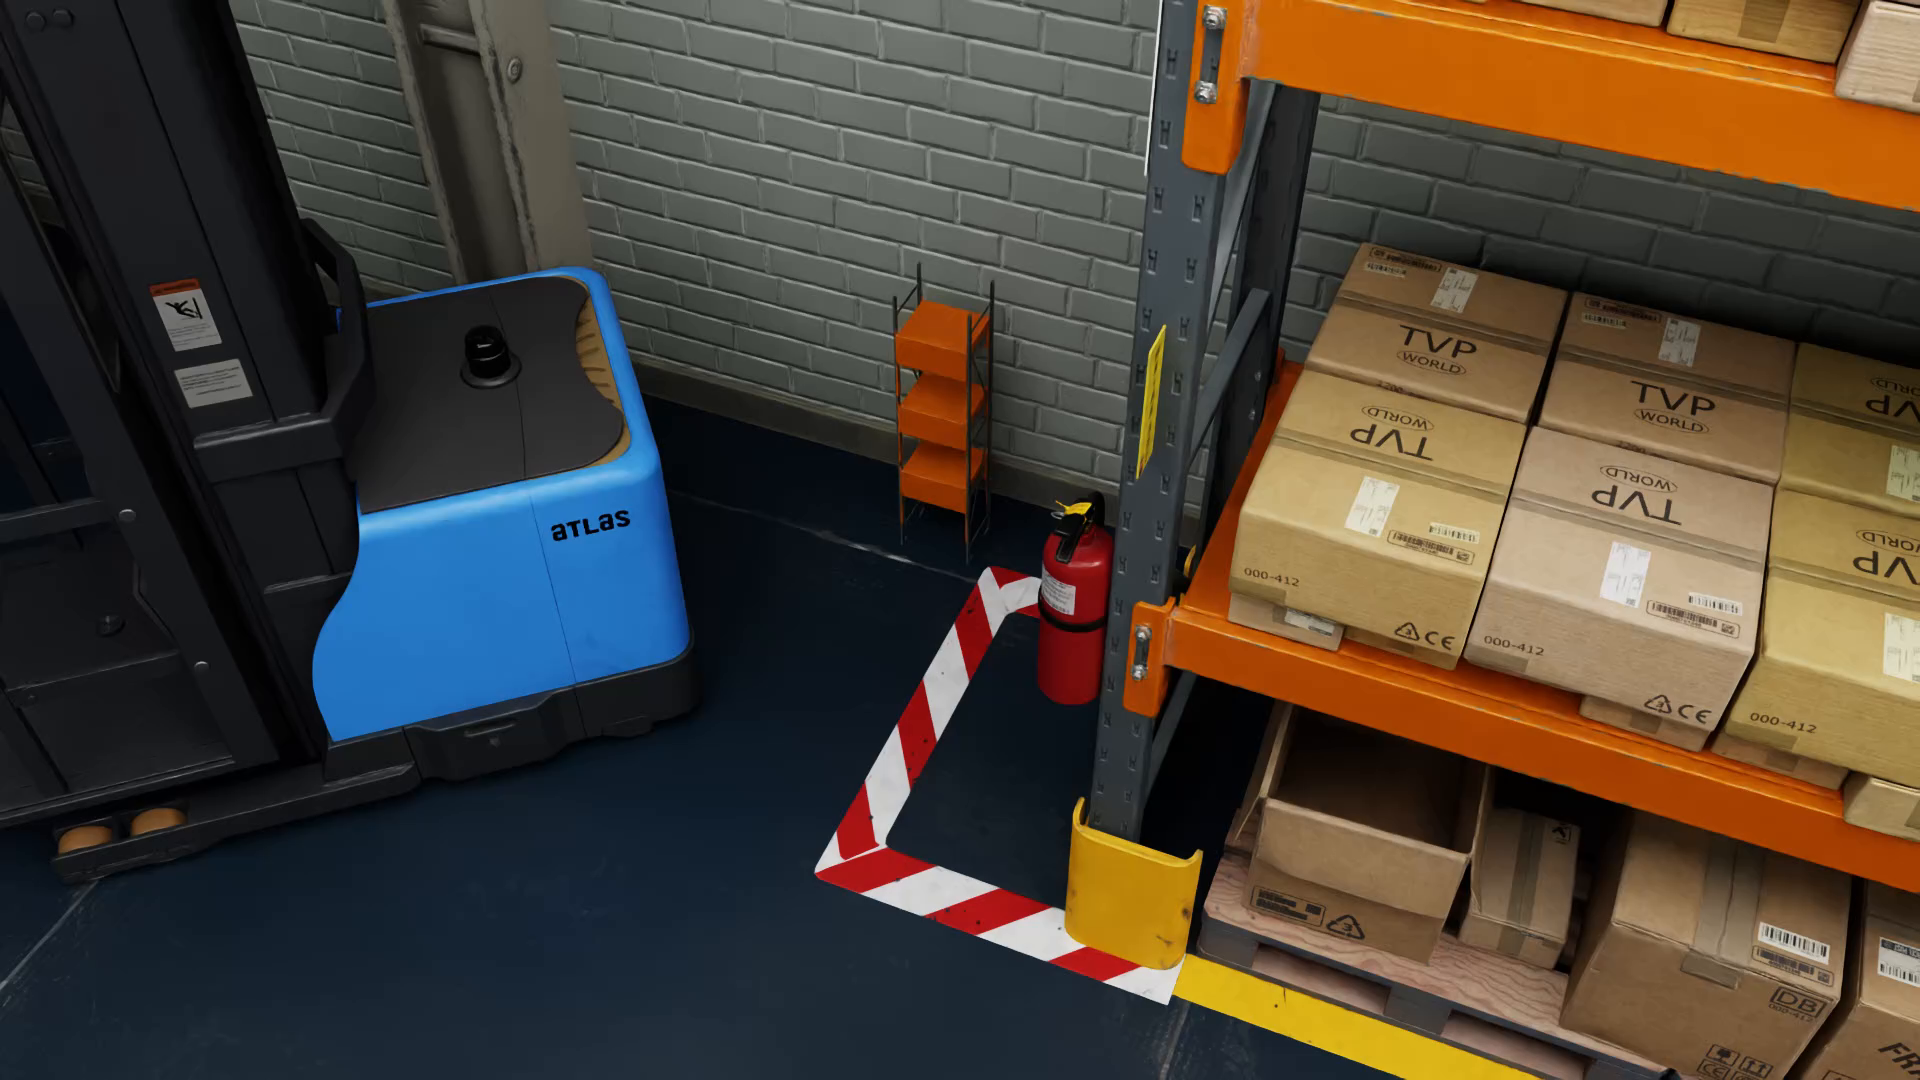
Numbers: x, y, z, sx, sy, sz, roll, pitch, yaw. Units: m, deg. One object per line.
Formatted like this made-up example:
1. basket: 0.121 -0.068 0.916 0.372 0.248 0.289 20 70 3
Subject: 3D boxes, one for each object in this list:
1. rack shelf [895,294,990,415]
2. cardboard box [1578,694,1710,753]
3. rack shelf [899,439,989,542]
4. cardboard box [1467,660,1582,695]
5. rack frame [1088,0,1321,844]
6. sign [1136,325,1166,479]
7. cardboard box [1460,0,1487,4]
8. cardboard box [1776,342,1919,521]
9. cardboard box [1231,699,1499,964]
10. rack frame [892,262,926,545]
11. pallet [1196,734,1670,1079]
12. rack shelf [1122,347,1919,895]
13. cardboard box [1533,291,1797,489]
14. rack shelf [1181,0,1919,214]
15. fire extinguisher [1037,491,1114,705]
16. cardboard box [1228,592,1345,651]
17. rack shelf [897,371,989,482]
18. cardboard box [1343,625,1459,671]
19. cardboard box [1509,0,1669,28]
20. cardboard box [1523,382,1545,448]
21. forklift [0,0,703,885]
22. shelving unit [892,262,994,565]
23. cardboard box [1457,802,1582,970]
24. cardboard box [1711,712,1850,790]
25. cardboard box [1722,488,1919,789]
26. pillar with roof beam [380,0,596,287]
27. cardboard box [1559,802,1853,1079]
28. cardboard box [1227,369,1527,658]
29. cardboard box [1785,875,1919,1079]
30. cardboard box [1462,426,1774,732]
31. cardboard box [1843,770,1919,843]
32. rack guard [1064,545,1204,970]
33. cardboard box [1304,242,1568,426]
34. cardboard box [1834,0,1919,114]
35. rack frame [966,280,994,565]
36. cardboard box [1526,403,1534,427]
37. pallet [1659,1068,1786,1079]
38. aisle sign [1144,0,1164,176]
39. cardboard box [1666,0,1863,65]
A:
1. rack shelf: -0.049 -0.580 5.202 0.240 0.259 0.215 16 47 16
2. cardboard box: 1.502 0.237 3.563 0.250 0.149 0.380 18 48 17
3. rack shelf: -0.049 -0.182 5.598 0.240 0.259 0.215 16 47 16
4. cardboard box: 1.292 0.129 3.672 0.250 0.149 0.380 16 47 15
5. rack frame: 0.586 -0.316 3.941 0.127 3.000 1.000 16 47 16
6. sign: 0.377 -0.269 3.280 0.005 0.325 0.100 16 47 16
7. cardboard box: 0.791 -1.052 2.732 0.250 0.149 0.380 17 47 17
8. cardboard box: 2.043 -0.137 3.657 0.500 0.250 0.500 18 48 17
9. cardboard box: 1.114 0.648 4.444 0.637 0.503 0.797 15 47 14
10. rack frame: -0.162 -0.420 5.428 0.008 1.050 0.200 16 47 16
11. pallet: 1.392 0.909 4.687 1.213 0.211 1.003 16 47 16
12. rack shelf: 2.432 0.482 3.649 4.000 0.370 1.077 16 47 16
13. cardboard box: 1.588 -0.275 3.795 0.500 0.250 0.500 17 47 16
14. rack shelf: 2.432 -0.581 2.591 4.000 0.370 1.077 16 47 16
15. fire extinguisher: 0.272 0.105 3.837 0.183 0.674 0.296 16 47 16
16. cardboard box: 0.784 0.041 3.760 0.250 0.149 0.380 16 47 16
17. rack shelf: -0.049 -0.379 5.402 0.240 0.259 0.215 16 47 16
18. cardboard box: 1.036 0.080 3.721 0.250 0.149 0.380 17 47 17
19. cardboard box: 1.043 -0.998 2.678 0.250 0.149 0.380 17 47 17
20. cardboard box: 1.483 -0.186 3.989 0.250 0.149 0.380 15 47 15
21. forklift: -2.374 -0.485 4.160 3.031 2.935 1.130 -13 46 -13
22. shelving unit: -0.049 -0.387 5.394 0.252 1.050 0.215 16 47 16
23. cardboard box: 1.491 0.915 4.428 0.250 0.149 0.380 15 47 14
24. cardboard box: 1.749 0.306 3.494 0.250 0.149 0.380 17 47 16
25. cardboard box: 1.835 0.203 3.315 0.500 0.250 0.500 16 47 15
26. pillar with roof beam: -3.213 -0.959 0.334 0.400 9.000 9.100 16 47 16
27. cardboard box: 1.888 0.907 4.186 0.500 0.500 0.700 18 48 17
28. cardboard box: 0.901 -0.069 3.588 0.500 0.250 0.500 17 47 16
29. cardboard box: 2.337 1.115 3.977 0.500 0.500 0.500 17 47 17
30. cardboard box: 1.366 0.067 3.451 0.500 0.250 0.500 17 47 16
31. cardboard box: 1.954 0.423 3.376 0.250 0.149 0.380 15 47 15
32. rack guard: 0.656 0.591 4.802 0.348 0.500 1.175 16 47 16
33. cardboard box: 1.113 -0.416 3.937 0.500 0.250 0.500 18 48 17
34. cardboard box: 1.463 -0.782 2.461 0.250 0.149 0.380 17 47 17
35. rack frame: 0.063 -0.354 5.361 0.008 1.050 0.200 16 47 16
36. cardboard box: 1.206 -0.202 4.005 0.250 0.149 0.380 18 48 17
37. pallet: 2.514 1.242 4.353 1.213 0.211 1.003 16 47 16
38. aisle sign: 0.410 -1.065 2.850 0.004 0.787 0.394 16 47 16
39. cardboard box: 1.273 -0.917 2.597 0.250 0.149 0.380 17 47 16
